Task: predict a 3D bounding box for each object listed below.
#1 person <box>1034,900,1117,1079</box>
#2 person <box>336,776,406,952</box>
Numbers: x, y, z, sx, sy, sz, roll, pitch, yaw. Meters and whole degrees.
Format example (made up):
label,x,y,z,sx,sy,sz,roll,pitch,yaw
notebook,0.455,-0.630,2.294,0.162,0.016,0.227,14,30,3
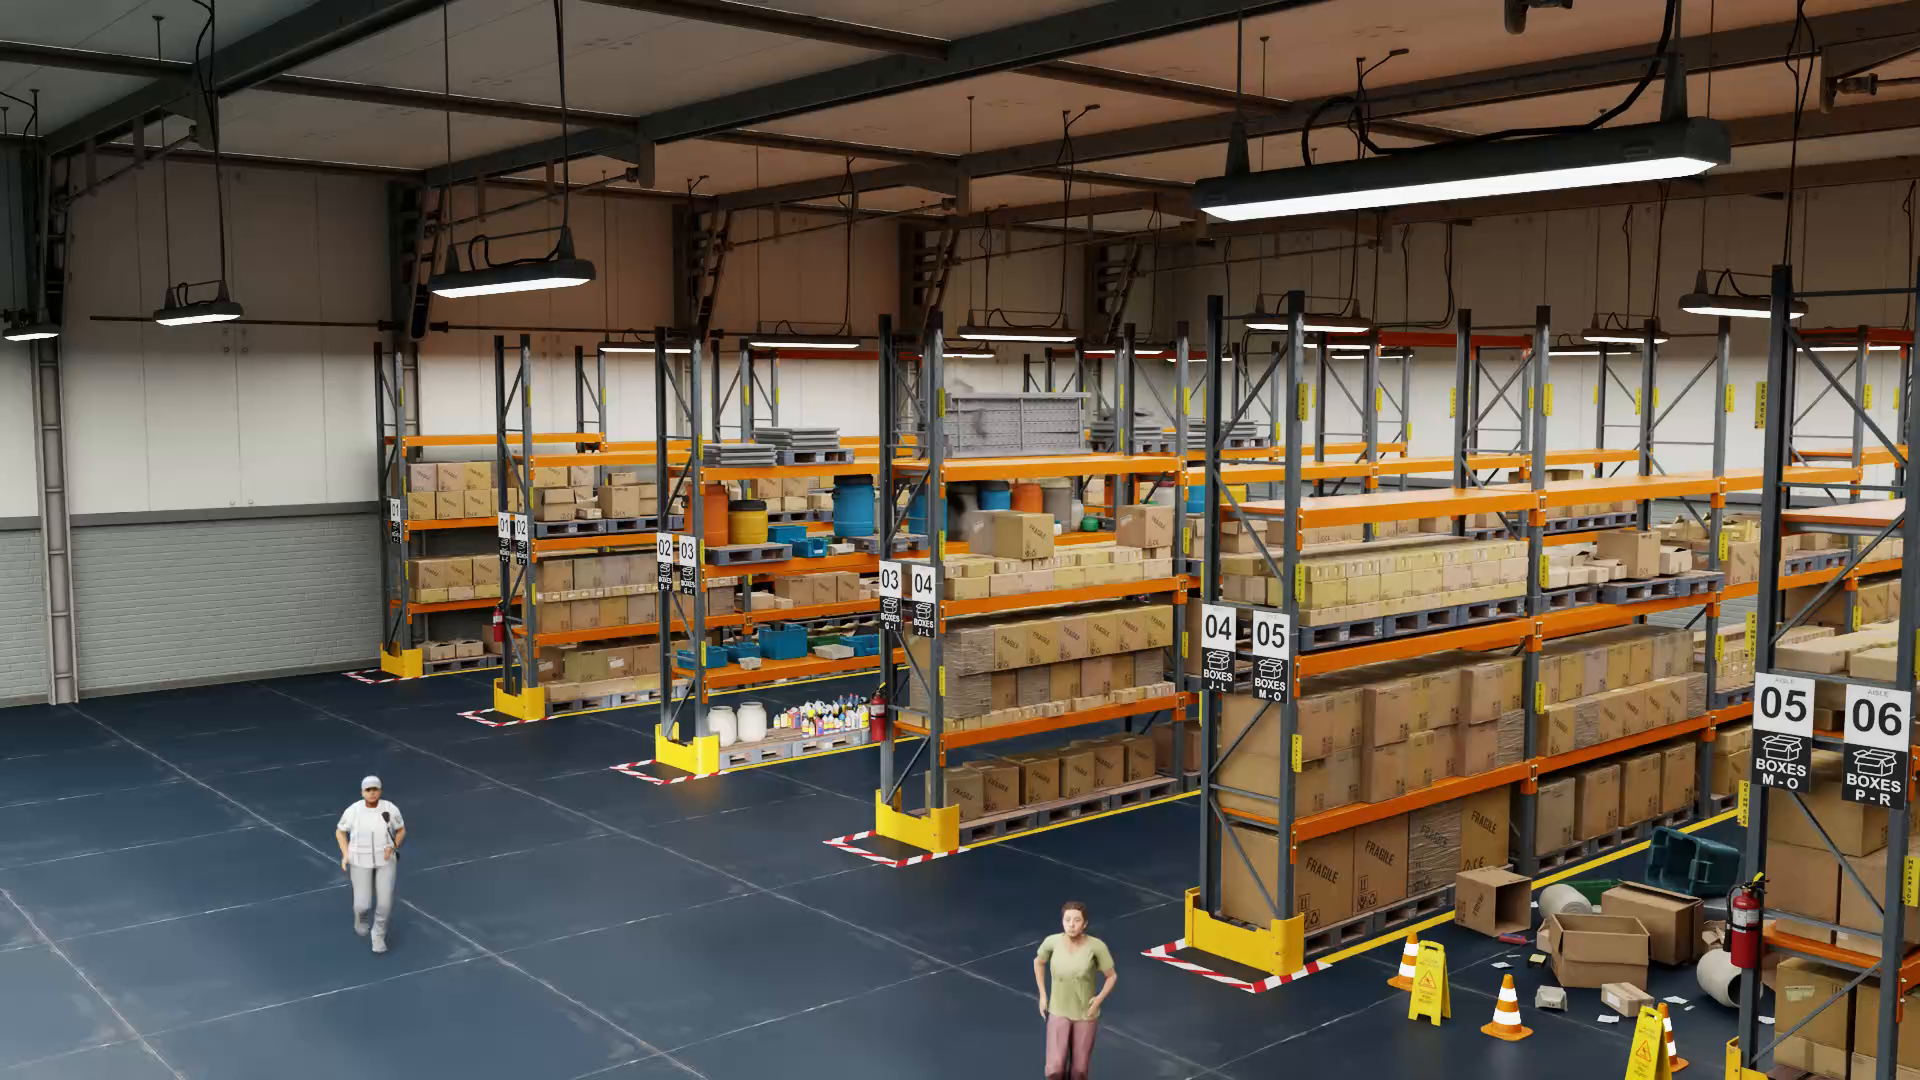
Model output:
label,x,y,z,sx,sy,sz,roll,pitch,yaw
person,0.792,3.304,11.523,0.589,1.639,0.529,1,5,7
person,-5.394,2.974,15.281,0.607,1.624,0.547,-2,6,-23
